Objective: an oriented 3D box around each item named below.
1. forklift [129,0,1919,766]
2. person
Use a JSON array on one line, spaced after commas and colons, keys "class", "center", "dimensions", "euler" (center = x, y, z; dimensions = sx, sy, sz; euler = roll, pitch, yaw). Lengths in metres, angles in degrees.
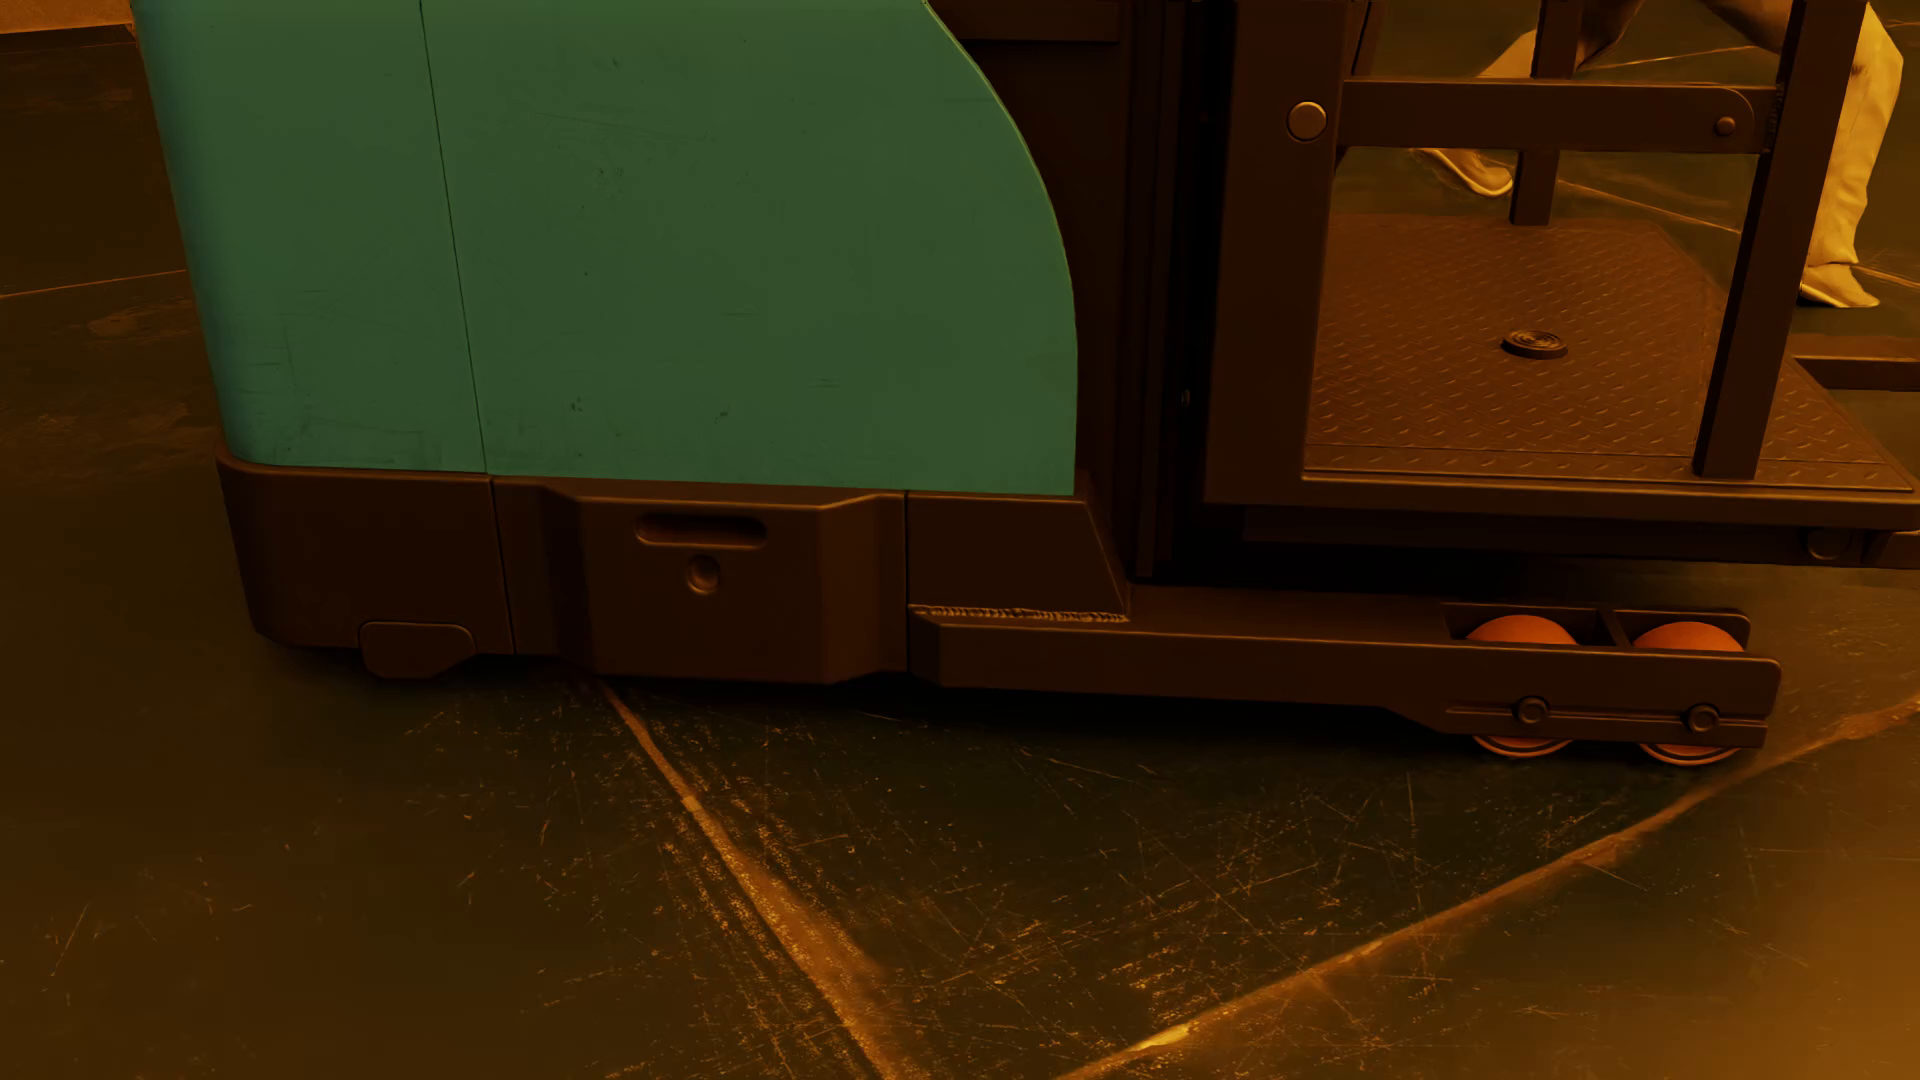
[{"class": "forklift", "center": [0.626, -1.292, 1.807], "dimensions": [3.031, 2.935, 1.130], "euler": [2, 27, 4]}, {"class": "person", "center": [1.549, -1.233, 3.352], "dimensions": [0.502, 1.557, 1.110], "euler": [-18, 32, -31]}]
